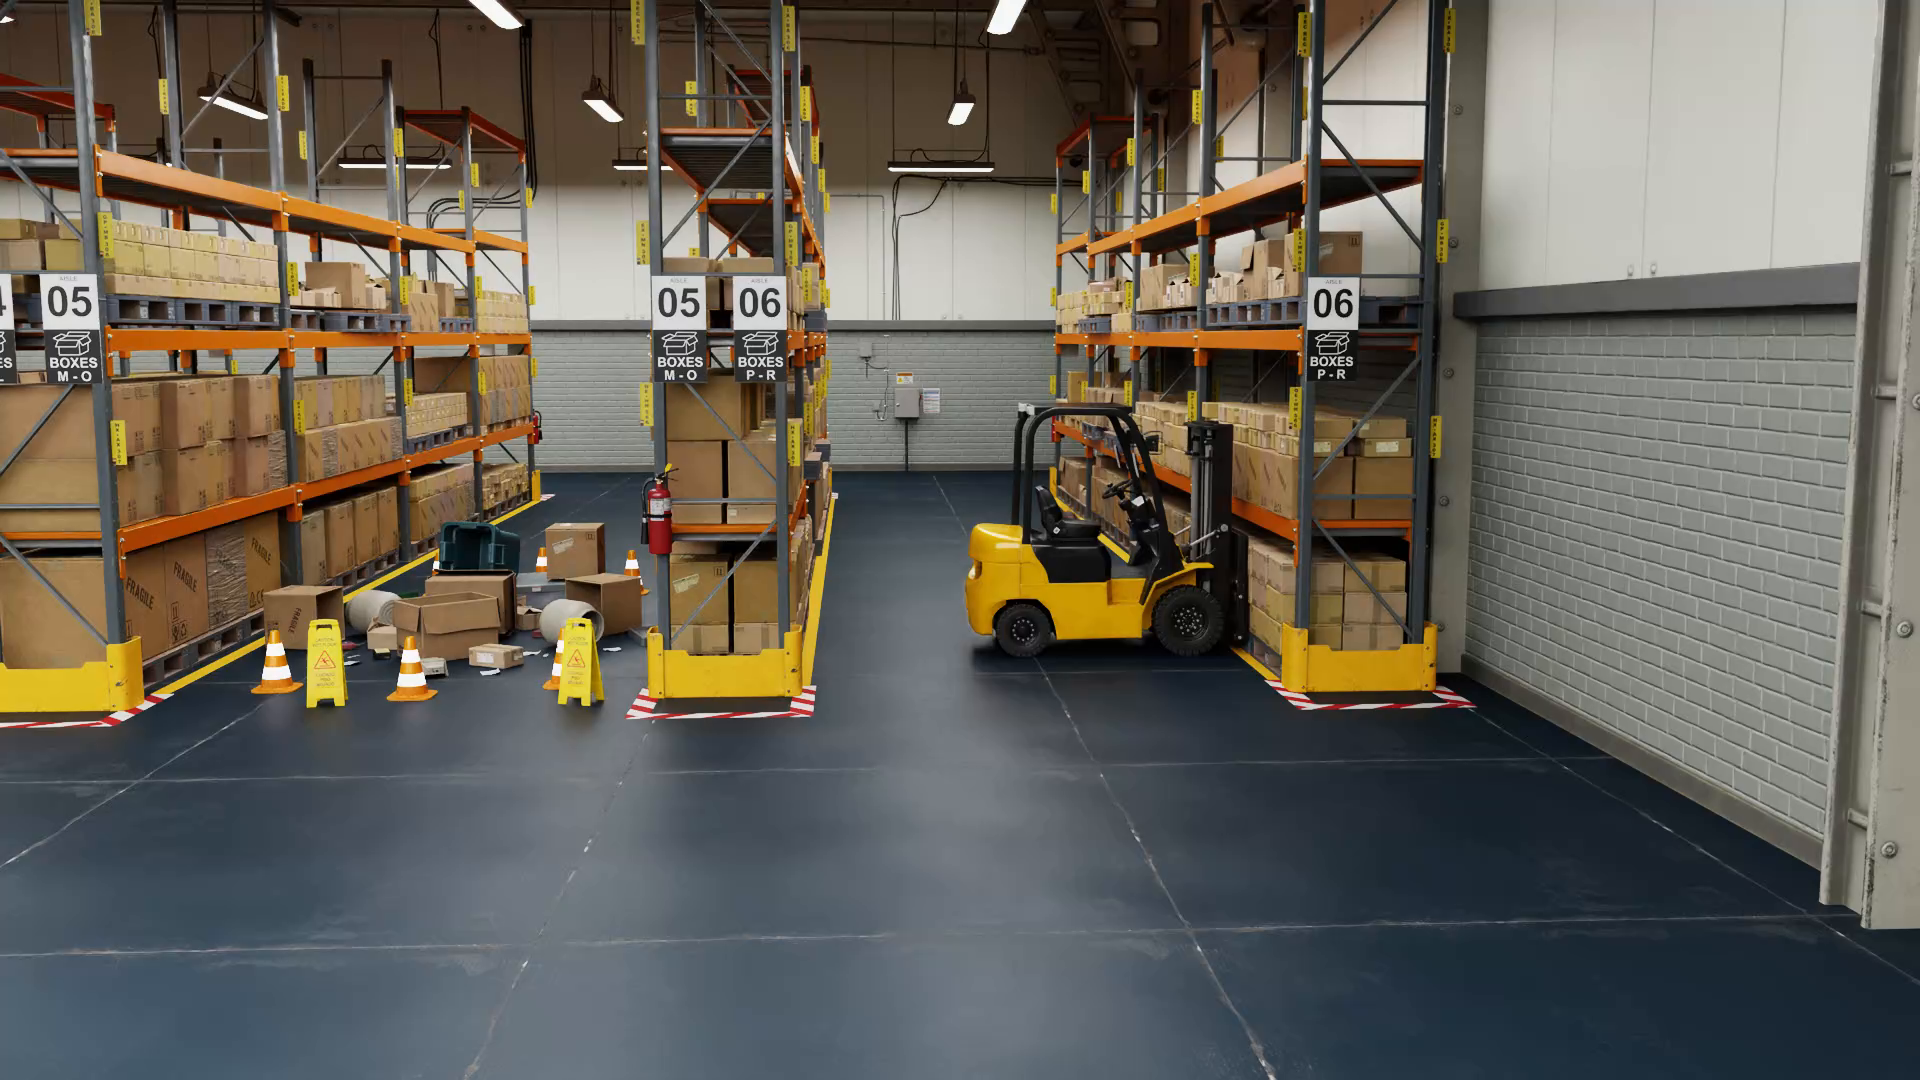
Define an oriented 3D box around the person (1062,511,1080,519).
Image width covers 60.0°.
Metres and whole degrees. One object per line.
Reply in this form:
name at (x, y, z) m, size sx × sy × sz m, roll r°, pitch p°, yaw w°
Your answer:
person at (1.202, 0.206, 17.338) m, size 0.490 × 0.889 × 0.805 m, roll 0°, pitch 7°, yaw -4°
